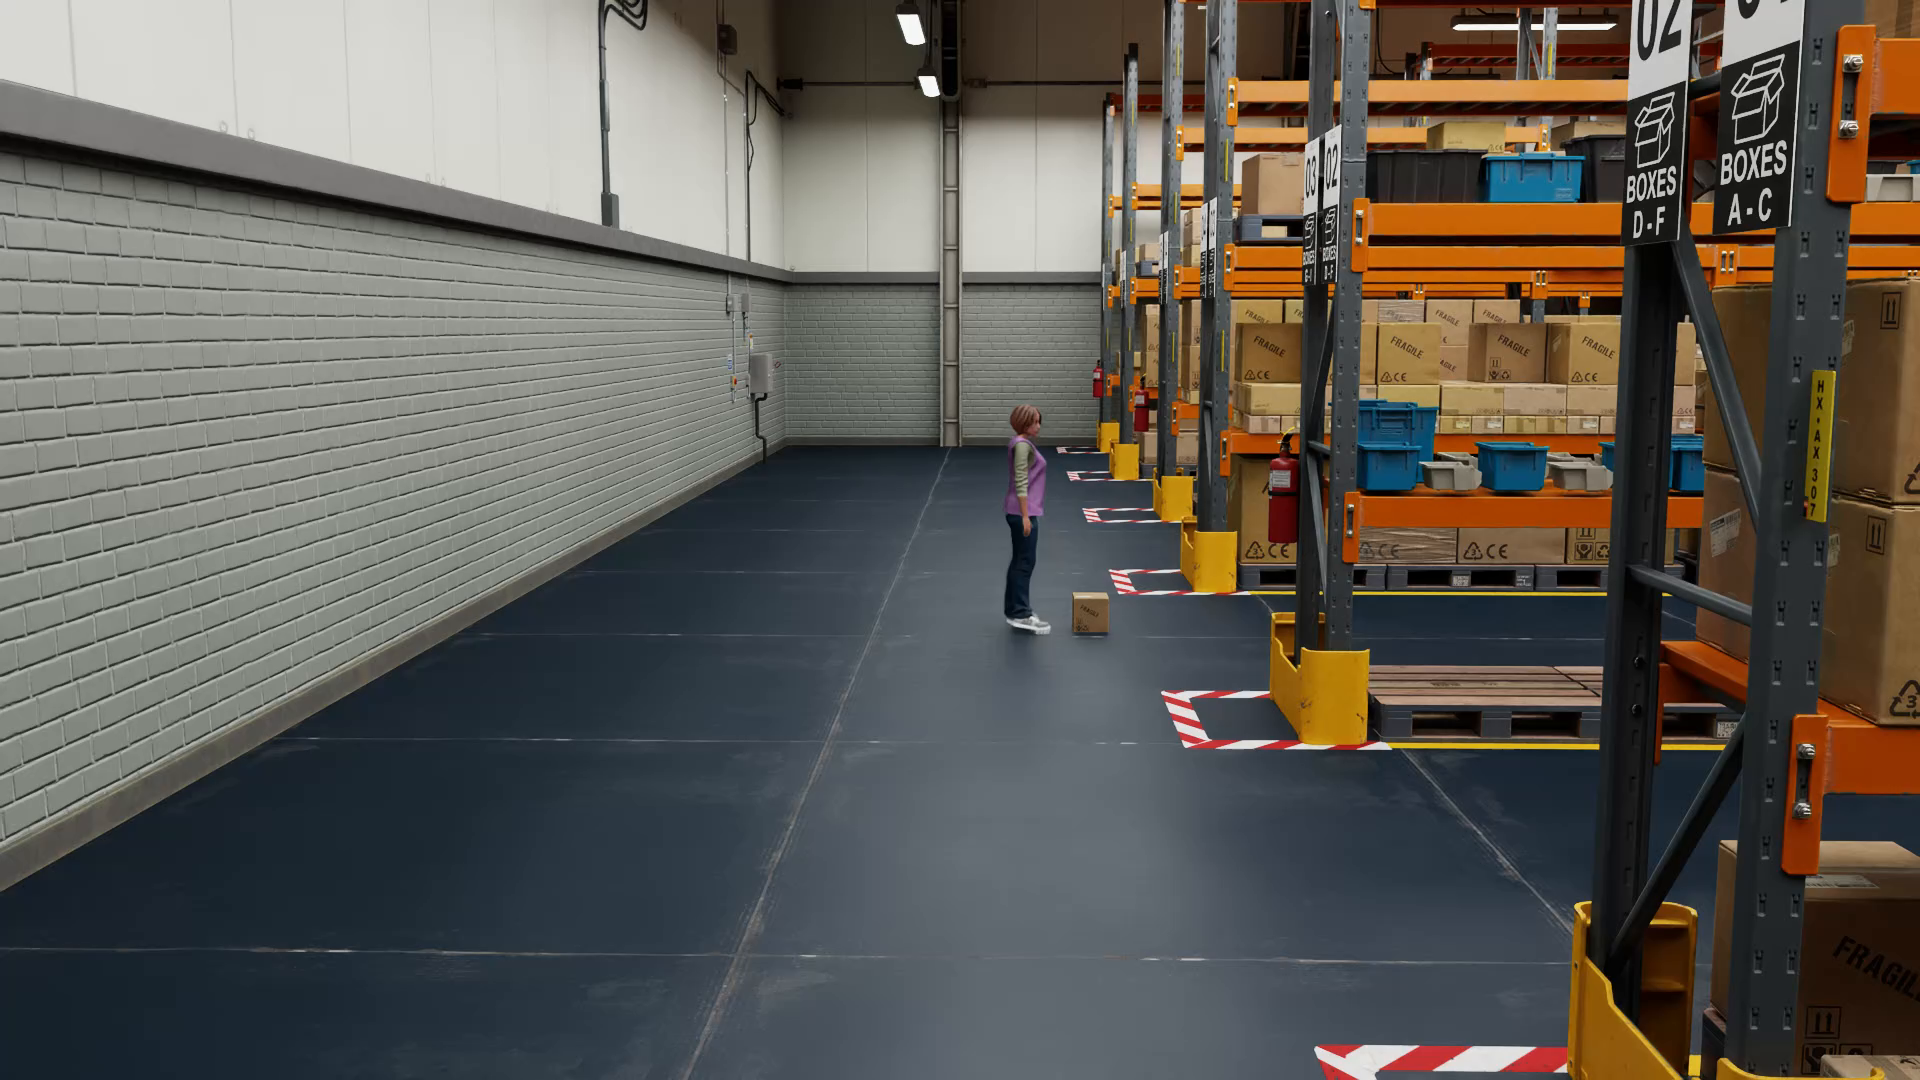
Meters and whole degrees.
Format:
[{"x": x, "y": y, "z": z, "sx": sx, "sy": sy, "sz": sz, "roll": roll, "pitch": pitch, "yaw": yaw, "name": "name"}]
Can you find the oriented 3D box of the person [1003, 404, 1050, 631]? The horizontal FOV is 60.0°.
[{"x": 0.470, "y": -0.162, "z": 11.932, "sx": 0.323, "sy": 1.593, "sz": 0.435, "roll": -1, "pitch": 7, "yaw": -5, "name": "person"}]
